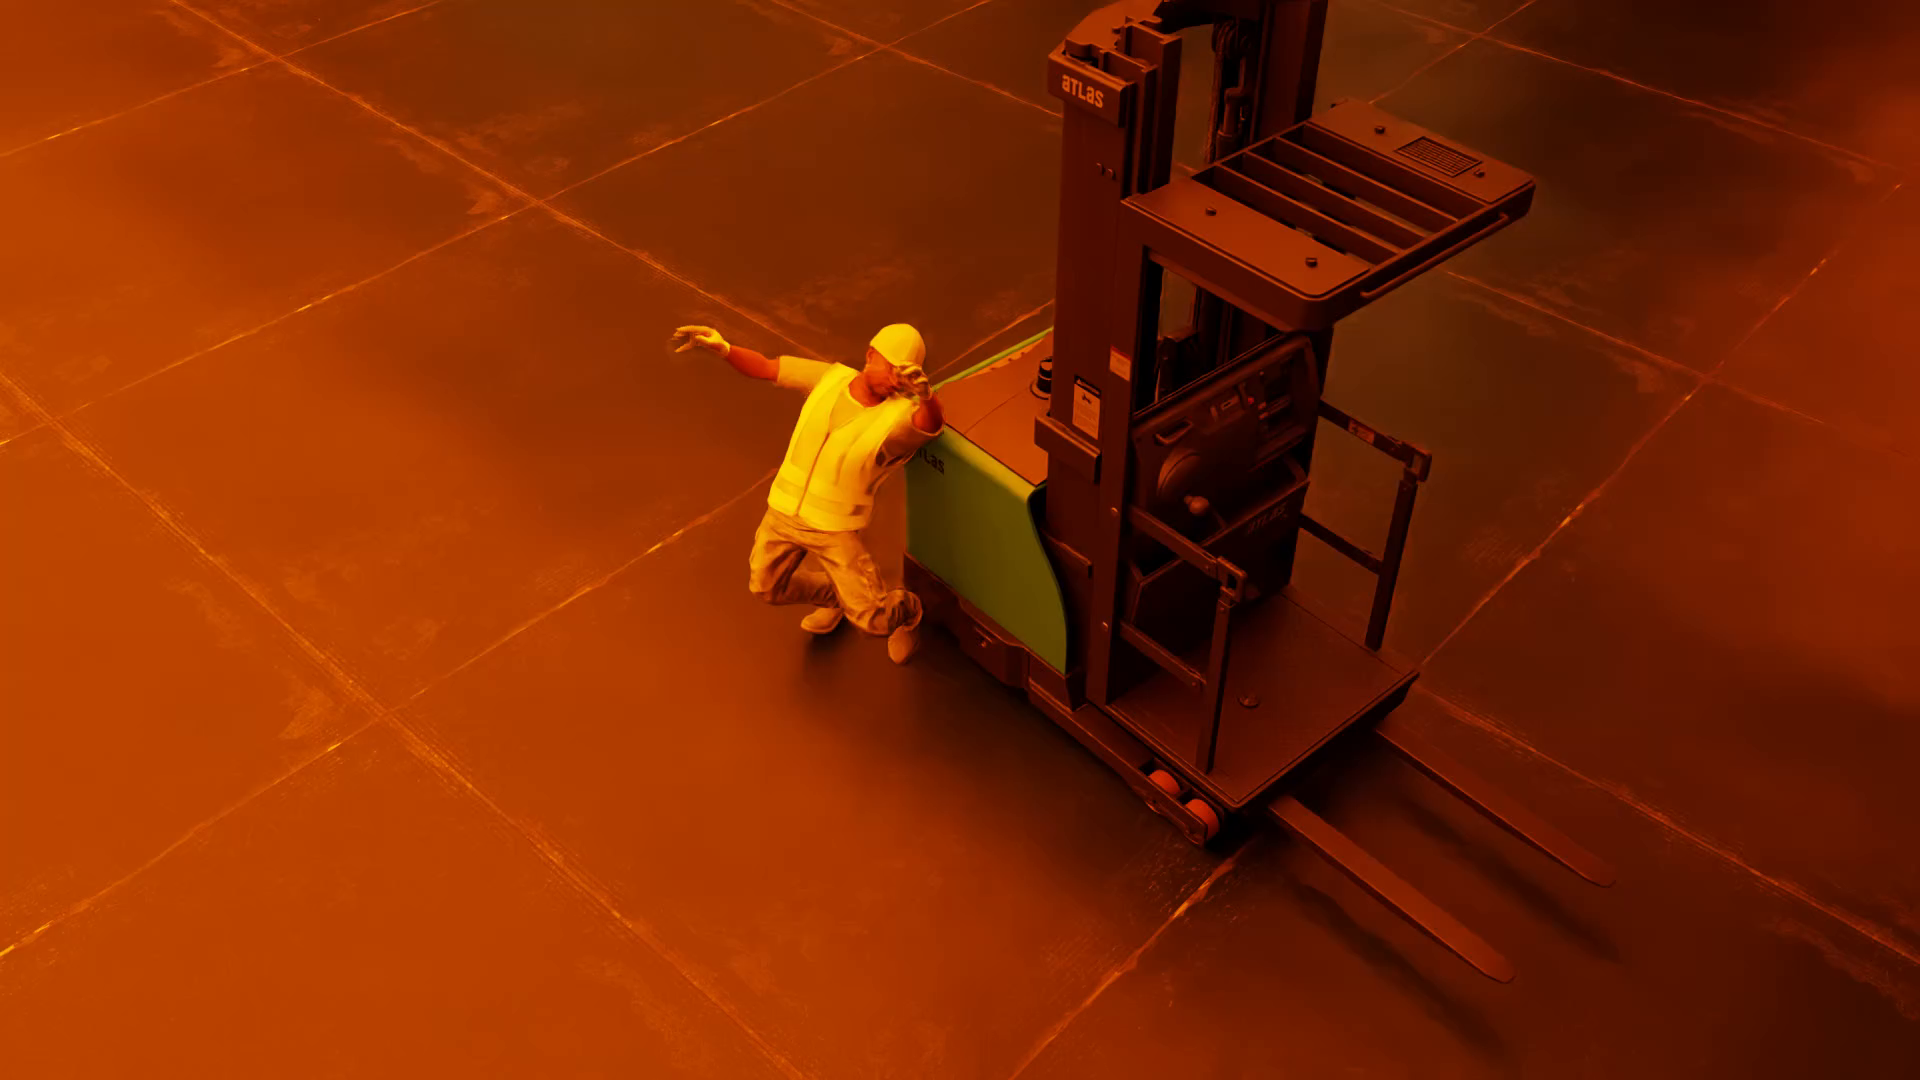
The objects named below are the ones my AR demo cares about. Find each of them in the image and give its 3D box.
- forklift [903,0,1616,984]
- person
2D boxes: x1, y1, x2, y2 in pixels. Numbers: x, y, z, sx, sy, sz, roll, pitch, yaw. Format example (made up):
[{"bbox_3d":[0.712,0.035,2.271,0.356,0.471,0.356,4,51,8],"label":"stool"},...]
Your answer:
[{"bbox_3d":[1.098,-0.335,5.819,1.130,2.935,3.031,-29,49,-30],"label":"forklift"},{"bbox_3d":[-0.497,-0.237,6.662,1.032,1.667,0.732,21,45,23],"label":"person"}]
